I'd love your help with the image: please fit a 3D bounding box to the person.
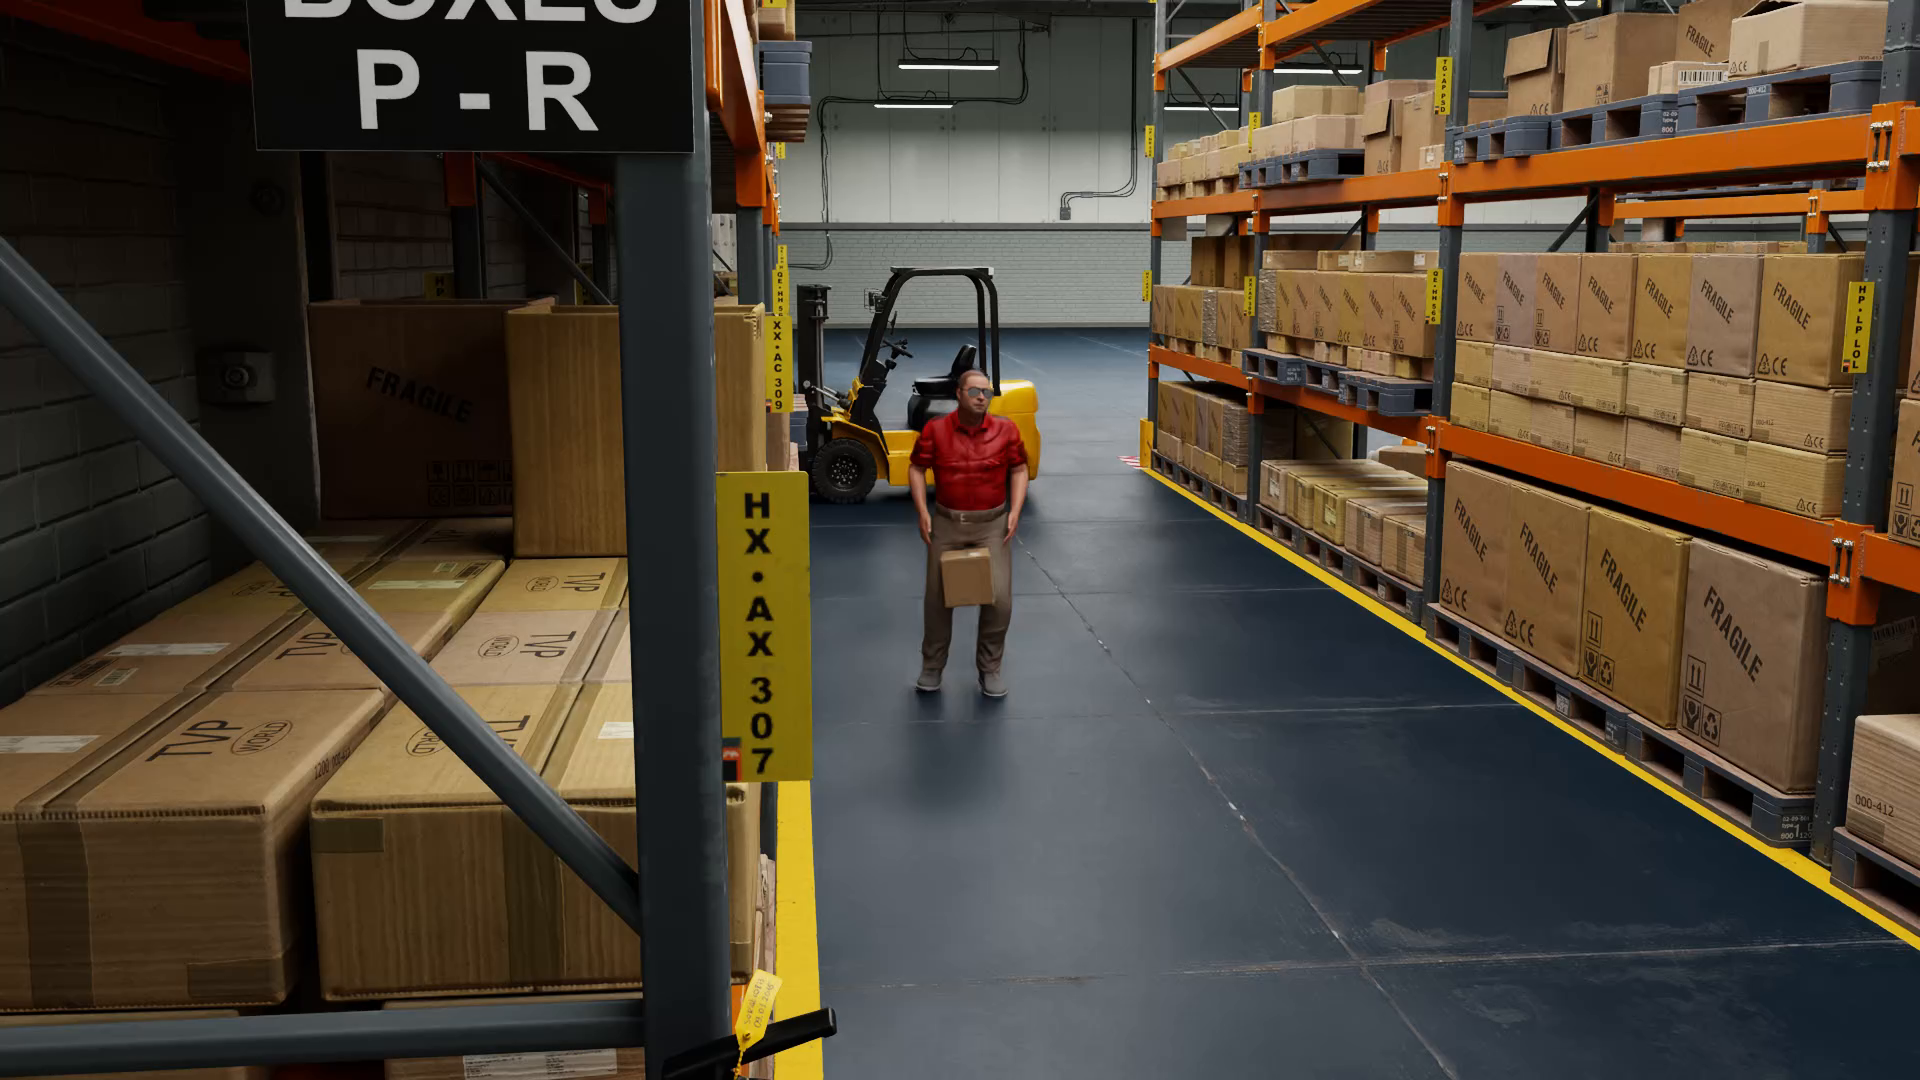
[{"bbox_3d":[0.042,-0.043,8.763,0.641,1.709,0.440,0,10,0],"label":"person"}]
